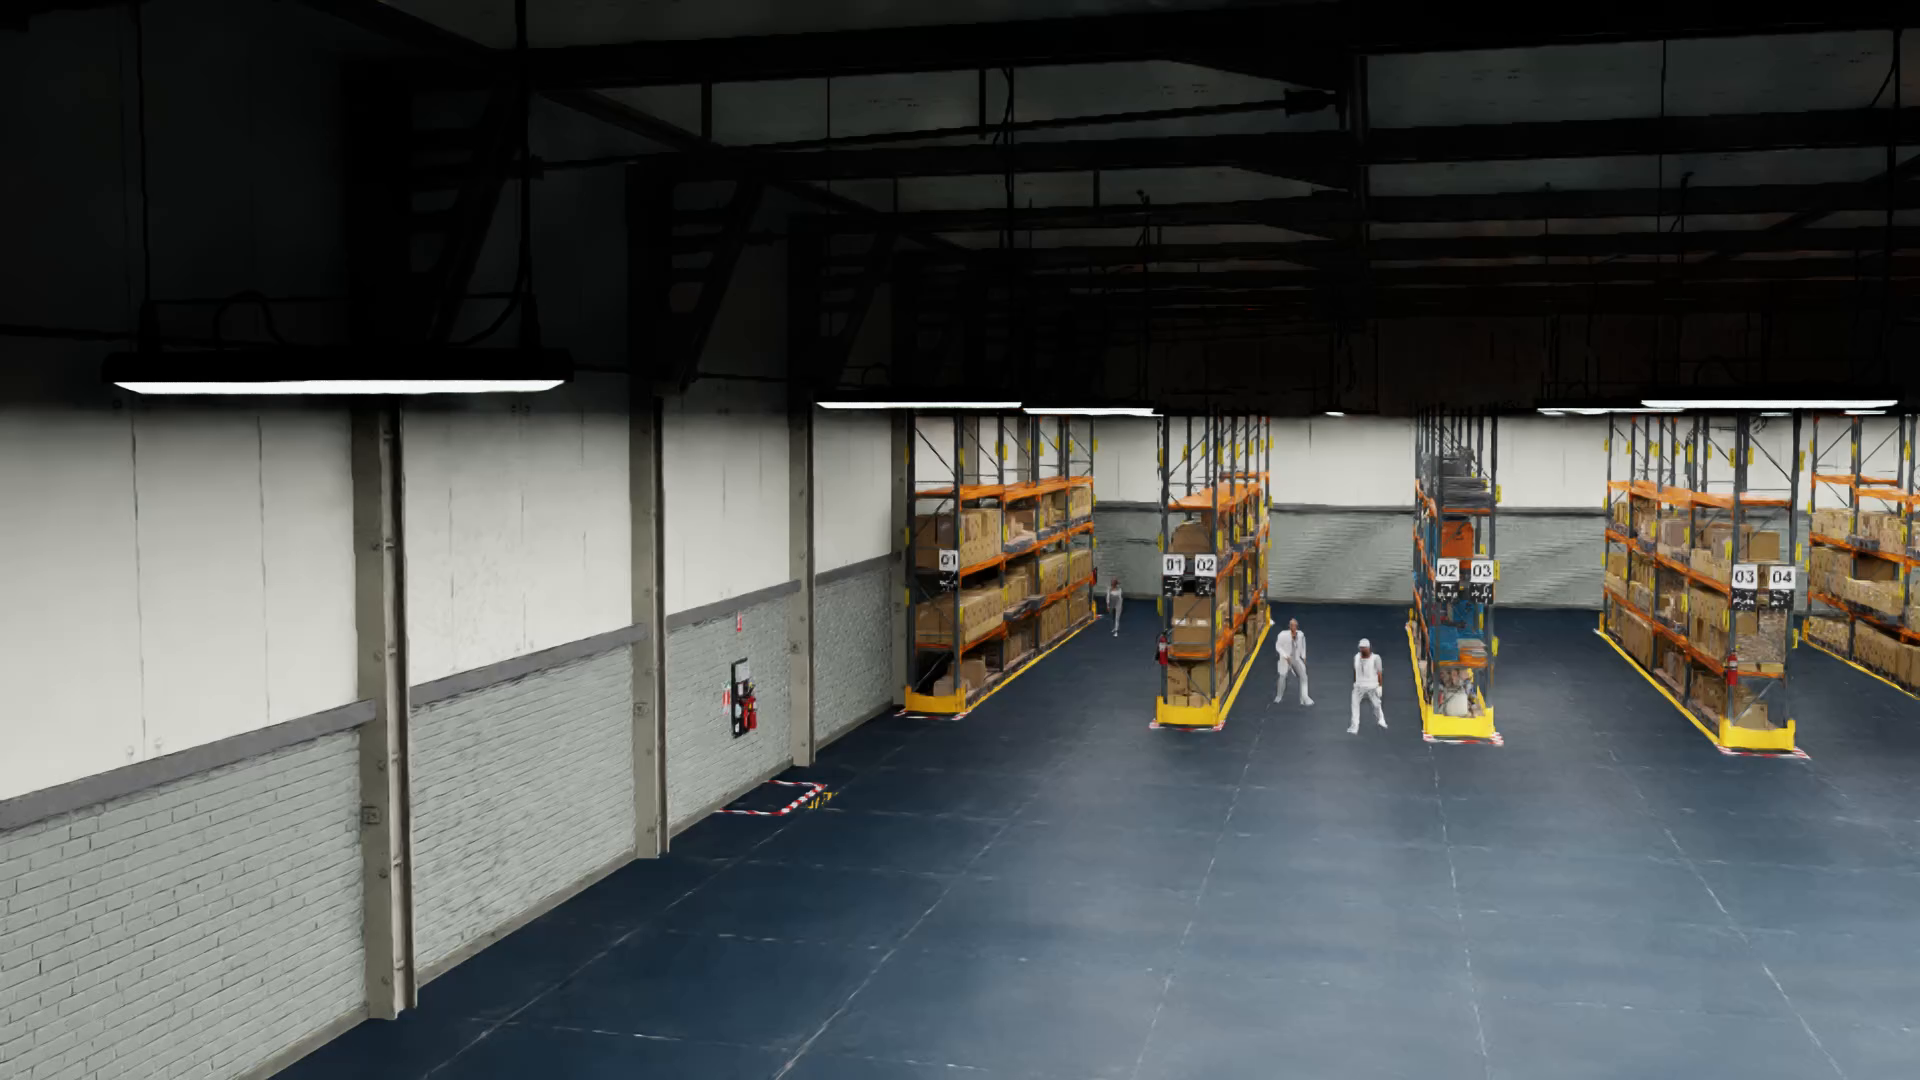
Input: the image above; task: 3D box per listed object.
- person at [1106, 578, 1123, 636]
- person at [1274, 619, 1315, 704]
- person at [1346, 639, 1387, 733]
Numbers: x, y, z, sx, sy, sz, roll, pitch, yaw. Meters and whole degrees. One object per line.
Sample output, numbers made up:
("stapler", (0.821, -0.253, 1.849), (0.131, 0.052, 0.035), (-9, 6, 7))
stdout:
("person", (4.080, 1.764, 44.031), (0.417, 1.480, 1.036), (1, 4, 16))
("person", (6.656, 2.523, 33.385), (0.734, 1.527, 0.869), (0, 4, -4))
("person", (7.453, 2.652, 30.418), (0.605, 1.731, 0.983), (3, 5, 34))
